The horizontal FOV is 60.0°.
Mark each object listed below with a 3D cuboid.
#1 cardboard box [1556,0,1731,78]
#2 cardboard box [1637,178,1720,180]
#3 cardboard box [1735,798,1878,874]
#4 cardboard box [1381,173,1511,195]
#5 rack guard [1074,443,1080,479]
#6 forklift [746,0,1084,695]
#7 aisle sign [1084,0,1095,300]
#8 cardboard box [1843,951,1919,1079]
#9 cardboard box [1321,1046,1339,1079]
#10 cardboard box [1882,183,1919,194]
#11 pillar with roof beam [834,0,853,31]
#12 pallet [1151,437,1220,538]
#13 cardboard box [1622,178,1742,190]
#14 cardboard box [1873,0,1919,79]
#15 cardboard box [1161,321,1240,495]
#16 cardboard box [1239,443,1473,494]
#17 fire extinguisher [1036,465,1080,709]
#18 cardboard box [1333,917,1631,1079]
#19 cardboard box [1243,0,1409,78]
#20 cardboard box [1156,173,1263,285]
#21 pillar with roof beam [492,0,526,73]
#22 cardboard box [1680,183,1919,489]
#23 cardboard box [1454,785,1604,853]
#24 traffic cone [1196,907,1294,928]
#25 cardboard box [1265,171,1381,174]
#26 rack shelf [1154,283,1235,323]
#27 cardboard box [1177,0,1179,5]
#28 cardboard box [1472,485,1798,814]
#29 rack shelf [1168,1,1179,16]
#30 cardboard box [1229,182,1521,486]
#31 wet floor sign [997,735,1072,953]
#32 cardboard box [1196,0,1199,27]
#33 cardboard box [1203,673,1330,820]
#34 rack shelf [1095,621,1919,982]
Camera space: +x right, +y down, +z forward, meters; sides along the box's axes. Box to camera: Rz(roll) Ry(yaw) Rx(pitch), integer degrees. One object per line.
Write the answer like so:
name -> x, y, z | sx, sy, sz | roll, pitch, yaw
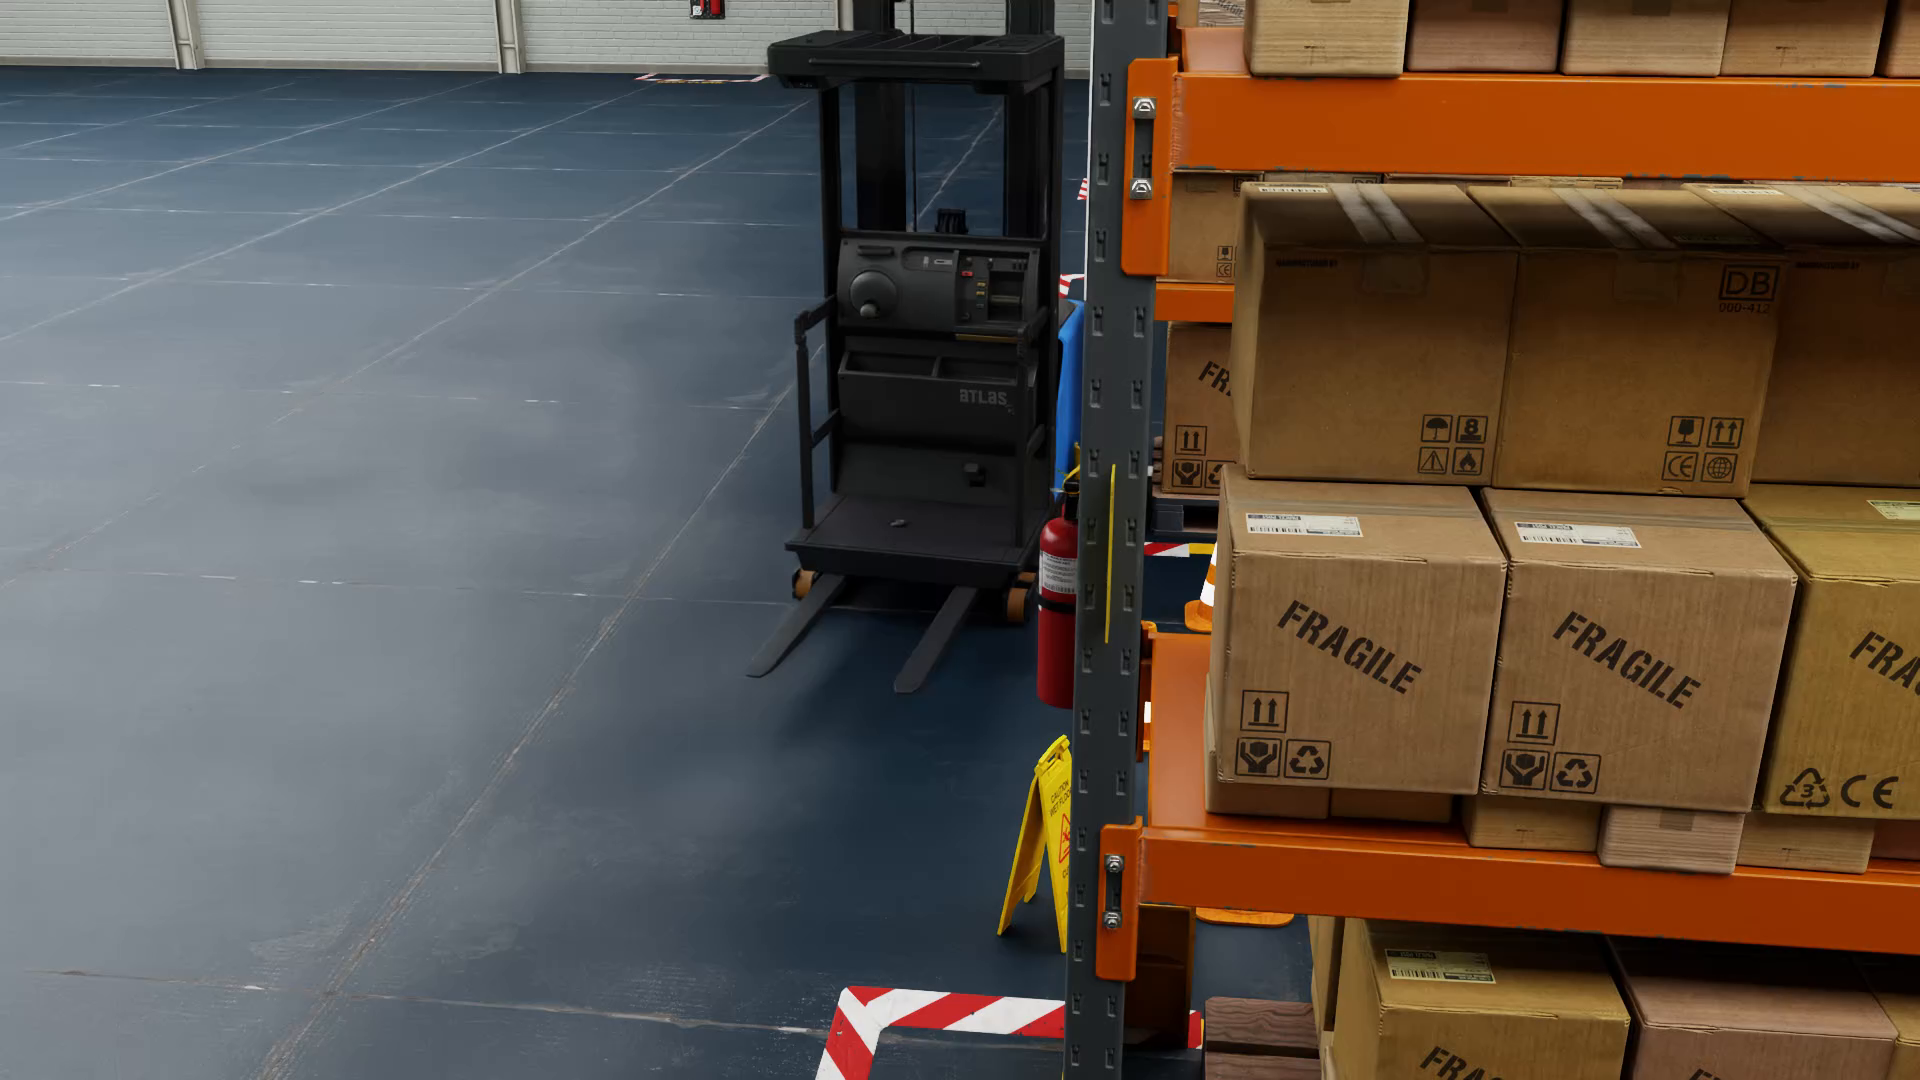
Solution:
cardboard box -> 1.167, -0.912, 2.927 | 0.250, 0.149, 0.380 | 3, 22, 8
cardboard box -> 3.357, -2.063, 7.905 | 0.550, 0.550, 0.875 | 2, 22, 6
cardboard box -> 1.672, 0.512, 3.407 | 0.250, 0.149, 0.380 | 3, 22, 8
cardboard box -> 2.291, -1.565, 8.114 | 0.550, 0.550, 0.875 | 2, 22, 6
rack guard -> 0.803, -0.419, 8.820 | 0.348, 0.500, 1.175 | 2, 22, 6
forklift -> -0.150, -1.139, 7.334 | 1.130, 2.935, 3.031 | 5, 22, 13
aisle sign -> 0.247, -0.867, 3.018 | 0.004, 0.787, 0.394 | 2, 22, 6
cardboard box -> 2.154, 1.148, 3.605 | 0.500, 0.500, 0.500 | 3, 22, 7
cardboard box -> 1.114, 1.450, 3.860 | 0.500, 0.250, 0.500 | 2, 22, 6
cardboard box -> 4.432, -1.489, 7.922 | 0.550, 0.550, 0.875 | 2, 22, 6
pillar with roof beam -> -2.408, -10.576, 22.951 | 0.400, 9.000, 9.100 | 2, 22, 6
pallet -> 1.630, -0.278, 8.855 | 1.213, 0.211, 1.003 | 2, 22, 6
cardboard box -> 3.360, -1.571, 8.129 | 0.550, 0.550, 0.875 | 2, 22, 6
cardboard box -> 1.679, -0.900, 2.898 | 0.250, 0.149, 0.380 | 2, 22, 5
cardboard box -> 1.508, -0.783, 8.658 | 0.875, 0.875, 0.875 | 3, 22, 7
cardboard box -> 0.916, -0.031, 3.898 | 0.500, 0.500, 0.500 | 2, 22, 5
fire extinguisher -> 0.286, 0.094, 4.228 | 0.183, 0.674, 0.296 | 2, 22, 6
cardboard box -> 1.137, 1.102, 3.720 | 0.500, 0.500, 0.500 | 2, 22, 4
cardboard box -> 0.636, -0.914, 2.934 | 0.250, 0.149, 0.380 | 3, 22, 6
cardboard box -> 1.201, -1.651, 8.332 | 0.550, 0.550, 0.875 | 2, 22, 6
pillar with roof beam -> -8.366, -10.835, 23.608 | 0.400, 9.000, 9.100 | 2, 22, 6
cardboard box -> 1.898, -0.467, 3.641 | 0.500, 0.500, 0.700 | 2, 22, 6
cardboard box -> 1.164, 0.485, 3.475 | 0.250, 0.149, 0.380 | 2, 22, 5
traffic cone -> 0.924, 0.958, 5.386 | 0.334, 0.463, 0.336 | 2, 22, 6
cardboard box -> 1.748, -2.132, 8.080 | 0.550, 0.550, 0.875 | 2, 22, 6
rack shelf -> 2.813, -1.160, 8.271 | 4.000, 0.370, 1.077 | 2, 22, 6
cardboard box -> 3.707, -8.615, 26.328 | 0.500, 0.250, 0.500 | 2, 22, 5
cardboard box -> 1.298, 0.189, 3.341 | 0.500, 0.500, 0.500 | 3, 22, 8
rack shelf -> 5.246, -8.391, 26.564 | 4.000, 0.370, 1.077 | 2, 22, 6
cardboard box -> 0.878, -0.476, 3.664 | 0.500, 0.500, 0.700 | 2, 22, 5
wet floor sign -> 0.282, 0.927, 5.217 | 0.232, 0.644, 0.267 | 11, 24, 25
cardboard box -> 2.087, -4.103, 12.839 | 0.500, 0.500, 0.500 | 2, 22, 6
cardboard box -> 0.658, 0.438, 3.593 | 0.250, 0.149, 0.380 | 3, 22, 7
rack shelf -> 2.331, 0.652, 3.689 | 4.000, 0.370, 1.077 | 2, 22, 6
